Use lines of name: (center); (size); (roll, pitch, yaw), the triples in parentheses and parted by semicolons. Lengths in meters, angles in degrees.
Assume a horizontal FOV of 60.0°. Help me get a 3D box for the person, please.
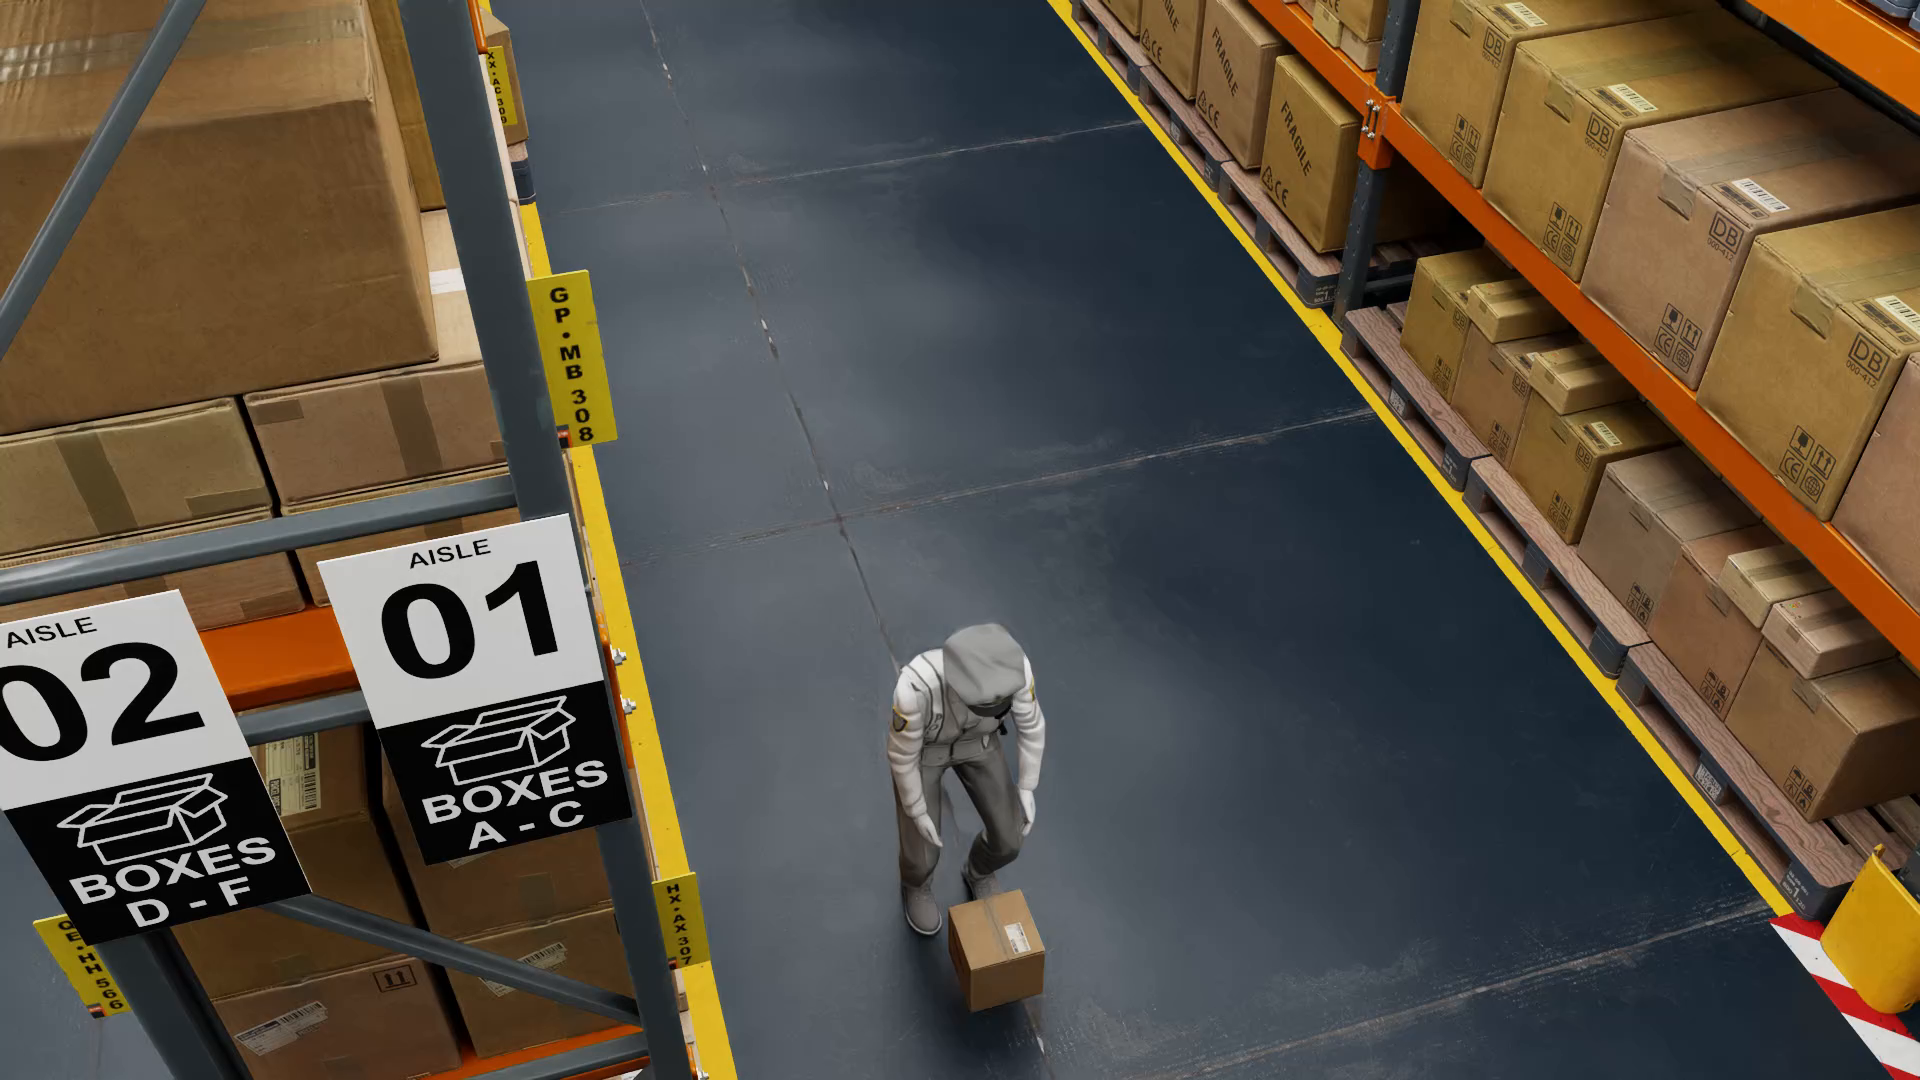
person: (0.015, 0.756, 5.465); (0.529, 1.501, 0.612); (-11, 44, -12)
